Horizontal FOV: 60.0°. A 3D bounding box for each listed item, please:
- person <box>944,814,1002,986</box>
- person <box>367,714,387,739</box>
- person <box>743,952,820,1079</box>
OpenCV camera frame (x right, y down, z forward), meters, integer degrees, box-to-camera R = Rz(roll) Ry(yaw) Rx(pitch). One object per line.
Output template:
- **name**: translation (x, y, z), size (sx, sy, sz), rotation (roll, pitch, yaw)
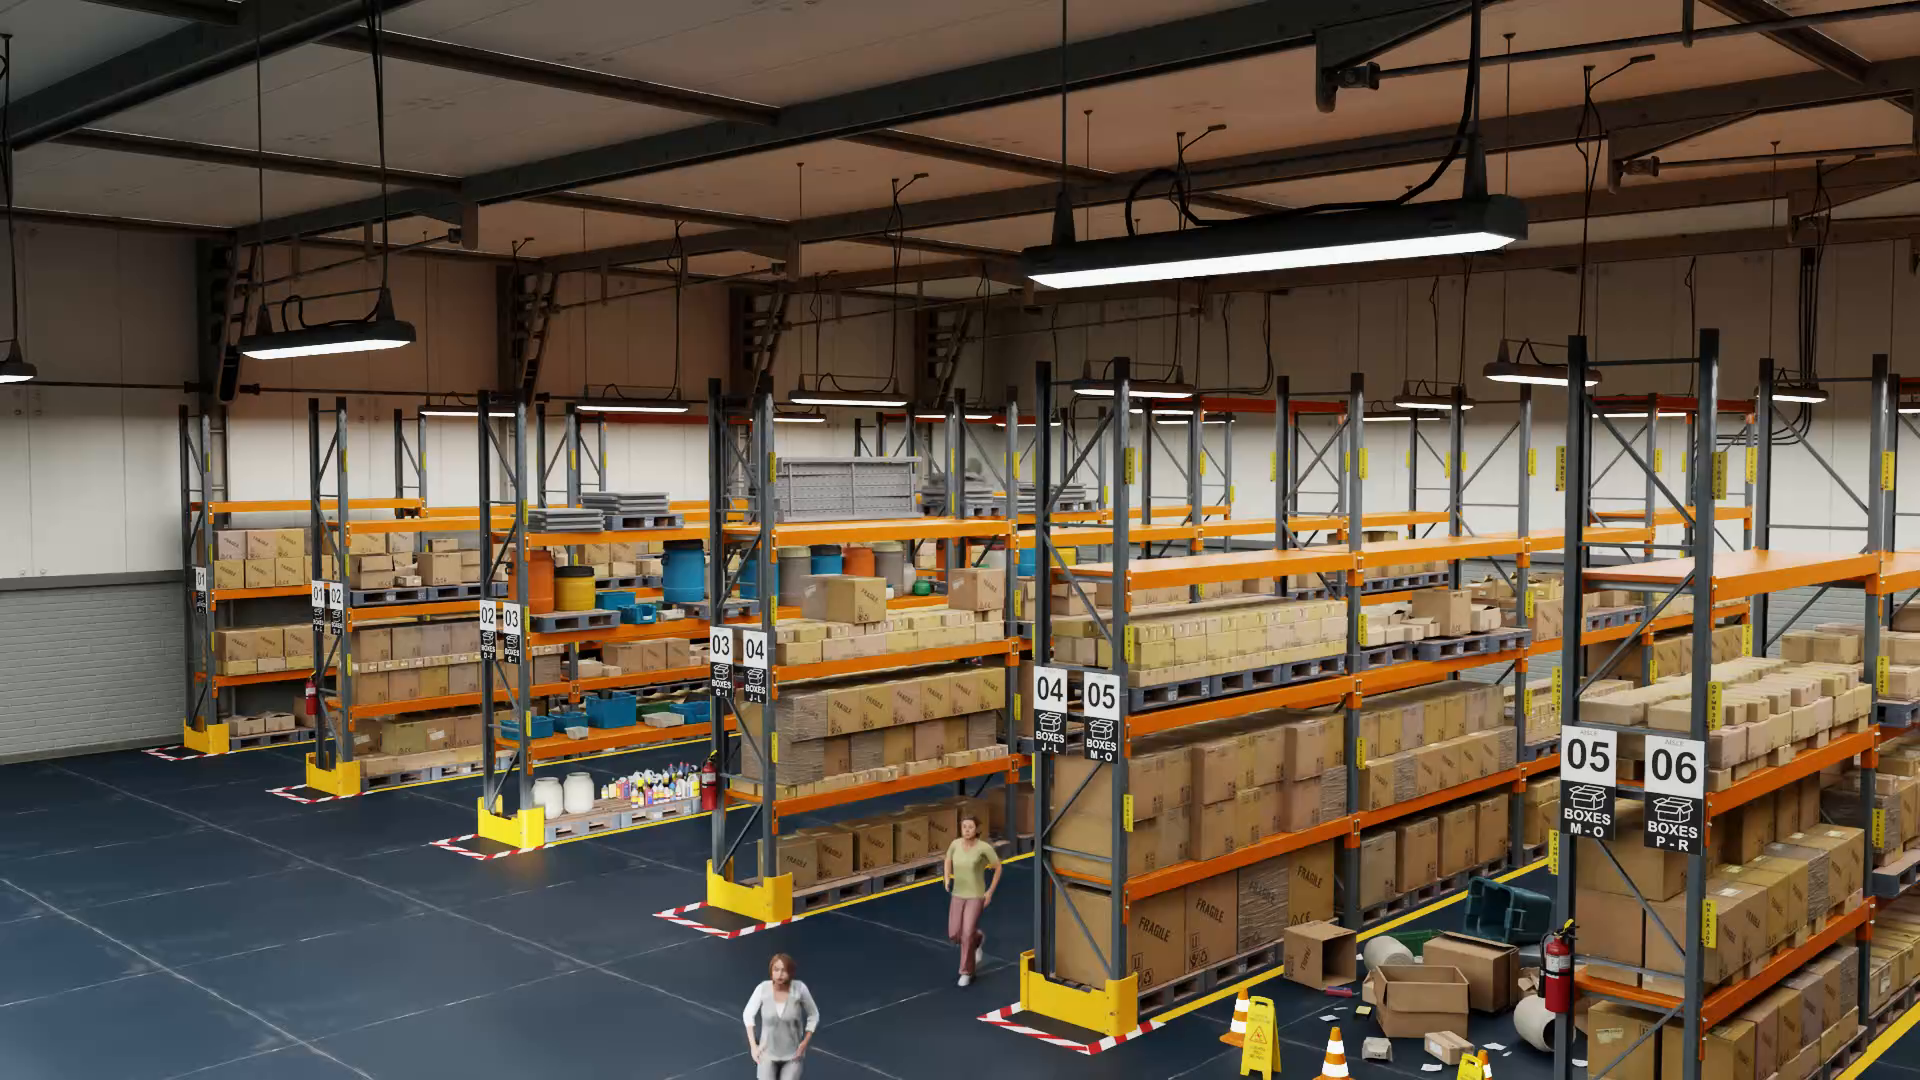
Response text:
- **person**: translation (0.108, 3.505, 16.330), size (0.612, 1.638, 0.564), rotation (2, 3, 27)
- **person**: translation (-9.779, 2.822, 27.853), size (0.659, 1.749, 0.946), rotation (1, 3, 23)
- **person**: translation (-1.304, 3.755, 12.147), size (0.559, 1.565, 0.560), rotation (0, 3, -3)
